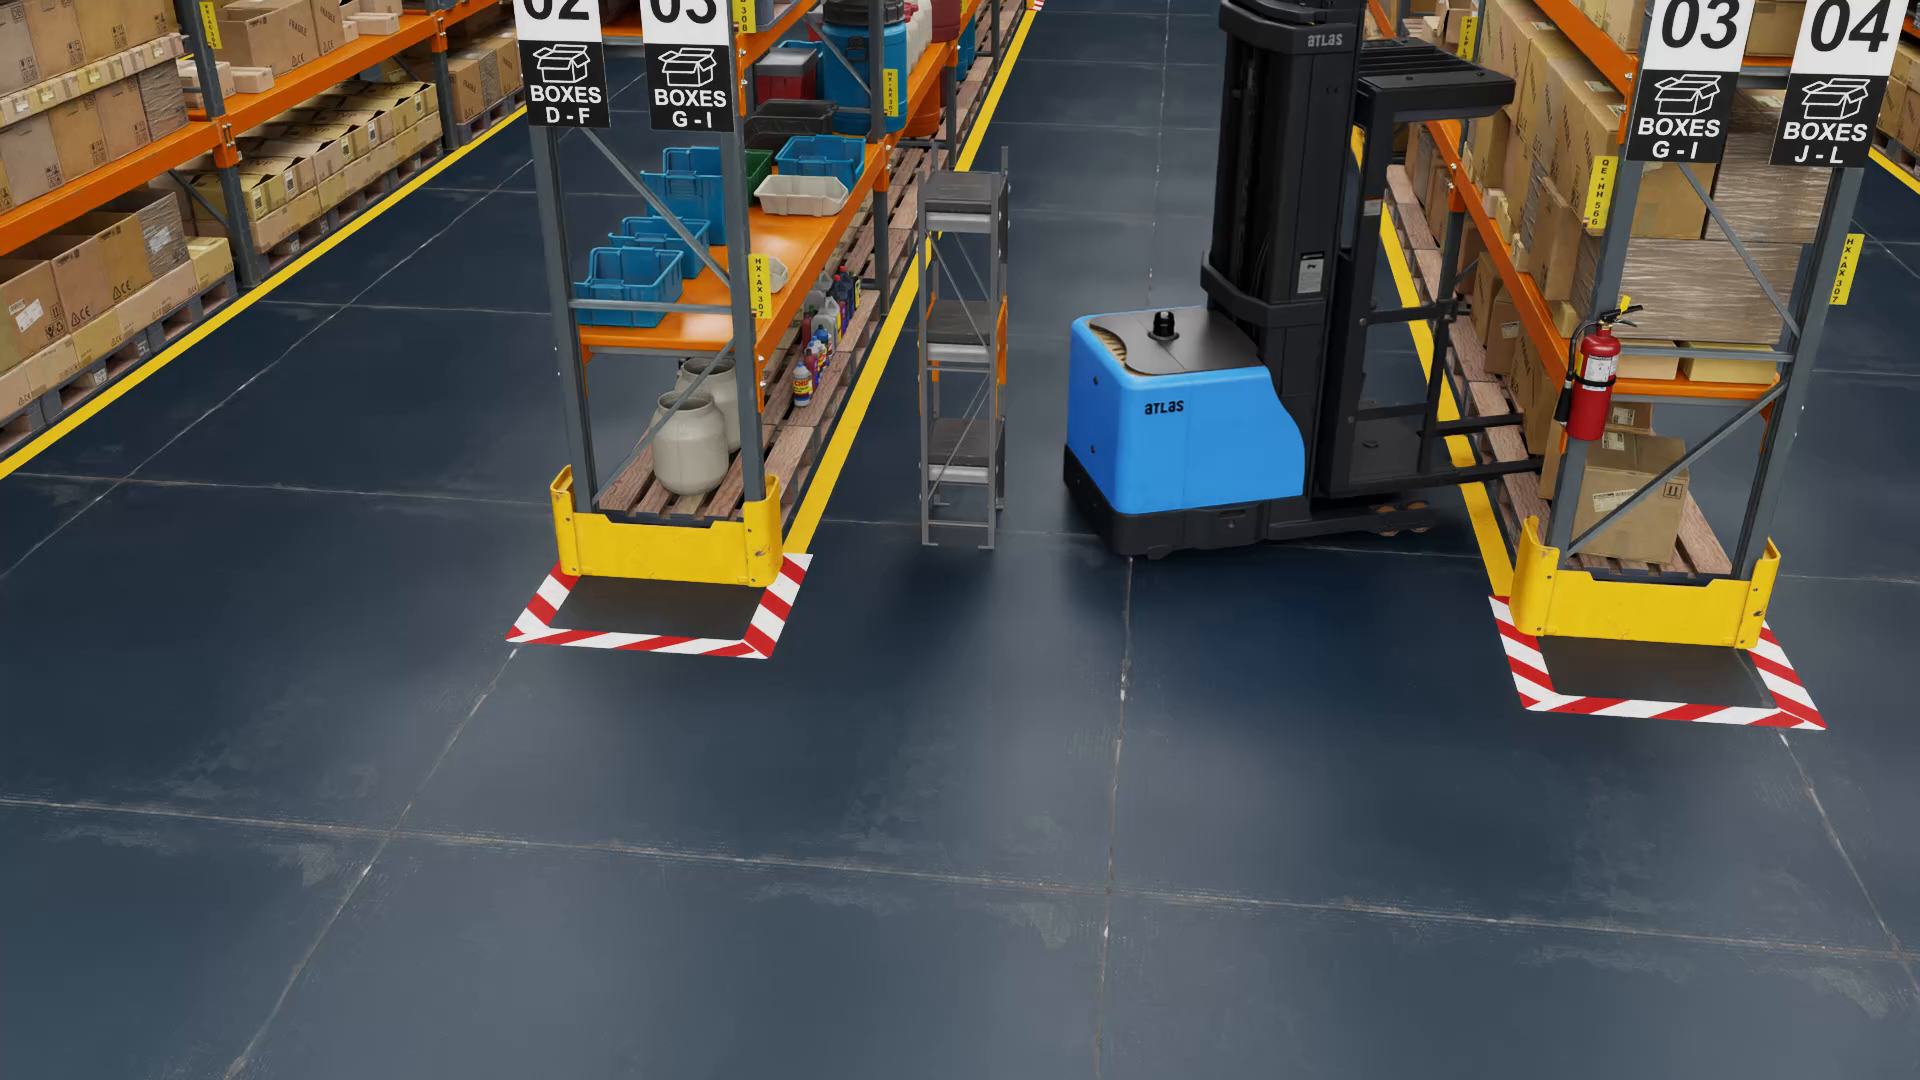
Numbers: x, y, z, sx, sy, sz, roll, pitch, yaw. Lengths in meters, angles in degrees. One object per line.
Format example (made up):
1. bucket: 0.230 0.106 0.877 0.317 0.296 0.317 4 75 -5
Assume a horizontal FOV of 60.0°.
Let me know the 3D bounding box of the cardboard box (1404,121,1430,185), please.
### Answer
1. cardboard box: 4.317 -3.399 14.568 0.700 0.500 0.500 2 28 4

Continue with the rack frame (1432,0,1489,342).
1. rack frame: 3.889 -2.739 11.172 1.000 3.000 0.127 3 28 6

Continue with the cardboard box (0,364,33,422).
1. cardboard box: -6.088 -0.883 10.183 0.500 0.250 0.500 3 28 6

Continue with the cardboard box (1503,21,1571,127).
1. cardboard box: 3.460 -2.687 9.601 0.500 0.500 0.500 3 28 6

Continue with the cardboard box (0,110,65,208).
1. cardboard box: -6.175 -2.426 10.485 0.700 0.500 0.500 4 29 8

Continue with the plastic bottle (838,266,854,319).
1. plastic bottle: -0.819 -1.735 11.636 0.144 0.351 0.185 3 28 5

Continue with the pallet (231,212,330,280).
1. pallet: -5.891 -2.438 13.553 1.003 0.211 1.213 3 28 6

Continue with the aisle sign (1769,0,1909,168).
1. aisle sign: 3.689 -1.954 6.974 0.394 0.787 0.004 3 28 6

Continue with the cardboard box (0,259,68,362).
1. cardboard box: -6.038 -1.449 10.444 0.500 0.500 0.500 3 28 6

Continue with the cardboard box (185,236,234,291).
1. cardboard box: -5.782 -2.060 12.368 0.500 0.250 0.500 3 28 6

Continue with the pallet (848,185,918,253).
1. pallet: -0.822 -2.747 14.127 1.003 0.211 1.213 3 28 6

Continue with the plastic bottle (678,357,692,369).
1. plastic bottle: -1.731 -1.088 10.507 0.061 0.283 0.133 4 29 7

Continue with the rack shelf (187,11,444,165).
1. rack shelf: -5.697 -3.941 14.162 1.077 0.370 4.000 3 28 6

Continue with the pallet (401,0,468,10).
1. pallet: -5.439 -5.438 16.384 1.213 0.211 1.003 3 28 6

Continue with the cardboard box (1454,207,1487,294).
1. cardboard box: 3.986 -2.120 12.195 0.700 0.500 0.500 1 28 2

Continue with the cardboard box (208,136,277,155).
1. cardboard box: -6.056 -3.225 13.939 0.500 0.311 0.500 3 28 6

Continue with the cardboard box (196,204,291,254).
1. cardboard box: -5.647 -2.467 13.122 0.500 0.250 0.500 3 28 5

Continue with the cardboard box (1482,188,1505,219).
1. cardboard box: 3.425 -2.075 10.204 0.380 0.149 0.250 3 28 6

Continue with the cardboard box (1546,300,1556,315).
1. cardboard box: 3.286 -1.247 8.667 0.380 0.149 0.250 3 28 6

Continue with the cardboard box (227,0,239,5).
1. cardboard box: -9.621 -7.035 21.339 0.700 0.500 0.500 3 28 6

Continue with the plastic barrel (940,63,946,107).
1. plastic barrel: -0.355 -4.796 17.090 0.600 0.588 0.708 3 28 6

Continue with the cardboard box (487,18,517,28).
1. cardboard box: -4.869 -5.459 18.391 0.500 0.500 0.500 4 29 7

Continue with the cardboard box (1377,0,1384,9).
1. cardboard box: 4.321 -5.392 15.990 0.500 0.500 0.500 2 28 5

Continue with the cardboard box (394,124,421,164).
1. cardboard box: -5.334 -3.669 15.355 0.500 0.250 0.500 3 28 6

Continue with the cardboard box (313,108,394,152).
1. cardboard box: -5.394 -3.678 14.779 0.500 0.311 0.500 3 28 6

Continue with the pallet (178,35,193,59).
1. pallet: -9.899 -5.773 19.744 1.003 0.211 1.213 3 28 6

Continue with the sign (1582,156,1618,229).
1. sign: 2.851 -1.547 7.405 0.100 0.325 0.005 3 28 6

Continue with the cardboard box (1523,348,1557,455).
1. cardboard box: 3.627 -0.811 9.785 0.500 0.500 0.500 6 29 11

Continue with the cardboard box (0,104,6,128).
1. cardboard box: -6.015 -2.542 10.017 0.380 0.149 0.250 3 28 6

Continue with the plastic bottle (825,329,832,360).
1. plastic bottle: -0.894 -1.293 10.974 0.097 0.201 0.097 0 28 0

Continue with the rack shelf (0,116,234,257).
1. rack shelf: -6.187 -2.059 10.667 1.077 0.370 4.000 3 28 6

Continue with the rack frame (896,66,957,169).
1. rack frame: -0.536 -4.910 15.201 1.000 3.000 0.127 3 28 6

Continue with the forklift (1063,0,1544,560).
1. forklift: 2.179 -1.546 9.029 3.031 2.935 1.130 -7 29 -12

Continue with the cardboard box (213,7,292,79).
1. cardboard box: -5.767 -3.969 13.350 0.500 0.500 0.500 5 29 10

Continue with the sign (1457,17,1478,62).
1. sign: 3.338 -3.280 10.954 0.100 0.325 0.005 3 28 6

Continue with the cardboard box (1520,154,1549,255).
1. cardboard box: 3.540 -1.764 8.942 0.875 0.500 0.500 3 28 6

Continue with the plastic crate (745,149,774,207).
1. plastic crate: -1.473 -2.311 10.601 0.450 0.188 0.662 3 28 6

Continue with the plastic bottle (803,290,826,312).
1. plastic bottle: -0.993 -1.608 11.481 0.152 0.276 0.135 3 28 6

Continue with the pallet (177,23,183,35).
1. pallet: -9.708 -6.494 21.082 1.003 0.211 1.213 3 28 6

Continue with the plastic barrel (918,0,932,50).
1. plastic barrel: -0.451 -4.463 14.253 0.421 0.512 0.421 0 28 0

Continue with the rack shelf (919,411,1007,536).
1. rack shelf: 0.020 -0.374 9.235 0.431 0.518 0.480 3 28 6

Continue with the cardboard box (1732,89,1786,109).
1. cardboard box: 3.805 -1.950 8.233 0.500 0.500 0.500 3 28 6

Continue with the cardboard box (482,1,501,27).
1. cardboard box: -5.386 -5.822 18.274 0.500 0.250 0.500 3 29 6

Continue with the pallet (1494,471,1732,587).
1. pallet: 3.543 -0.045 9.111 1.003 0.211 1.213 3 28 6

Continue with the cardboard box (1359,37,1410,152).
1. cardboard box: 4.484 -4.195 15.672 1.225 0.875 0.875 2 28 4

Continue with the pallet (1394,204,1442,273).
1. pallet: 4.130 -2.454 13.583 1.003 0.211 1.213 3 28 6

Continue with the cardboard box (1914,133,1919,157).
1. cardboard box: 9.111 -3.696 15.140 0.500 0.500 0.500 3 28 6

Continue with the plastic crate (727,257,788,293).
1. plastic crate: -1.088 -1.431 9.021 0.298 0.136 0.250 3 28 6

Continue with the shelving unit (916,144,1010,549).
1. shelving unit: 0.020 -1.002 8.897 0.431 2.100 0.503 3 28 6

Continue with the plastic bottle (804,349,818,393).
1. plastic bottle: -0.939 -1.083 10.498 0.061 0.283 0.133 4 29 7

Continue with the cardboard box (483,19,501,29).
1. cardboard box: -5.386 -5.476 18.423 0.500 0.500 0.500 4 29 7

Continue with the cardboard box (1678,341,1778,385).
1. cardboard box: 3.670 -0.866 7.960 0.380 0.149 0.250 3 28 6

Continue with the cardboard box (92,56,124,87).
1. cardboard box: -5.856 -3.143 11.131 0.380 0.149 0.250 3 28 6

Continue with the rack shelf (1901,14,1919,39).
1. rack shelf: 9.534 -4.911 15.962 1.077 0.370 4.000 3 28 6

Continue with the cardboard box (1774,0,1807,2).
1. cardboard box: 3.662 -2.403 7.122 0.380 0.149 0.250 3 28 6

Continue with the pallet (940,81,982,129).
1. pallet: -0.329 -4.629 17.619 1.003 0.211 1.213 3 28 6

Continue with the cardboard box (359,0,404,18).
1. cardboard box: -5.540 -4.992 15.447 0.500 0.311 0.500 5 29 9
